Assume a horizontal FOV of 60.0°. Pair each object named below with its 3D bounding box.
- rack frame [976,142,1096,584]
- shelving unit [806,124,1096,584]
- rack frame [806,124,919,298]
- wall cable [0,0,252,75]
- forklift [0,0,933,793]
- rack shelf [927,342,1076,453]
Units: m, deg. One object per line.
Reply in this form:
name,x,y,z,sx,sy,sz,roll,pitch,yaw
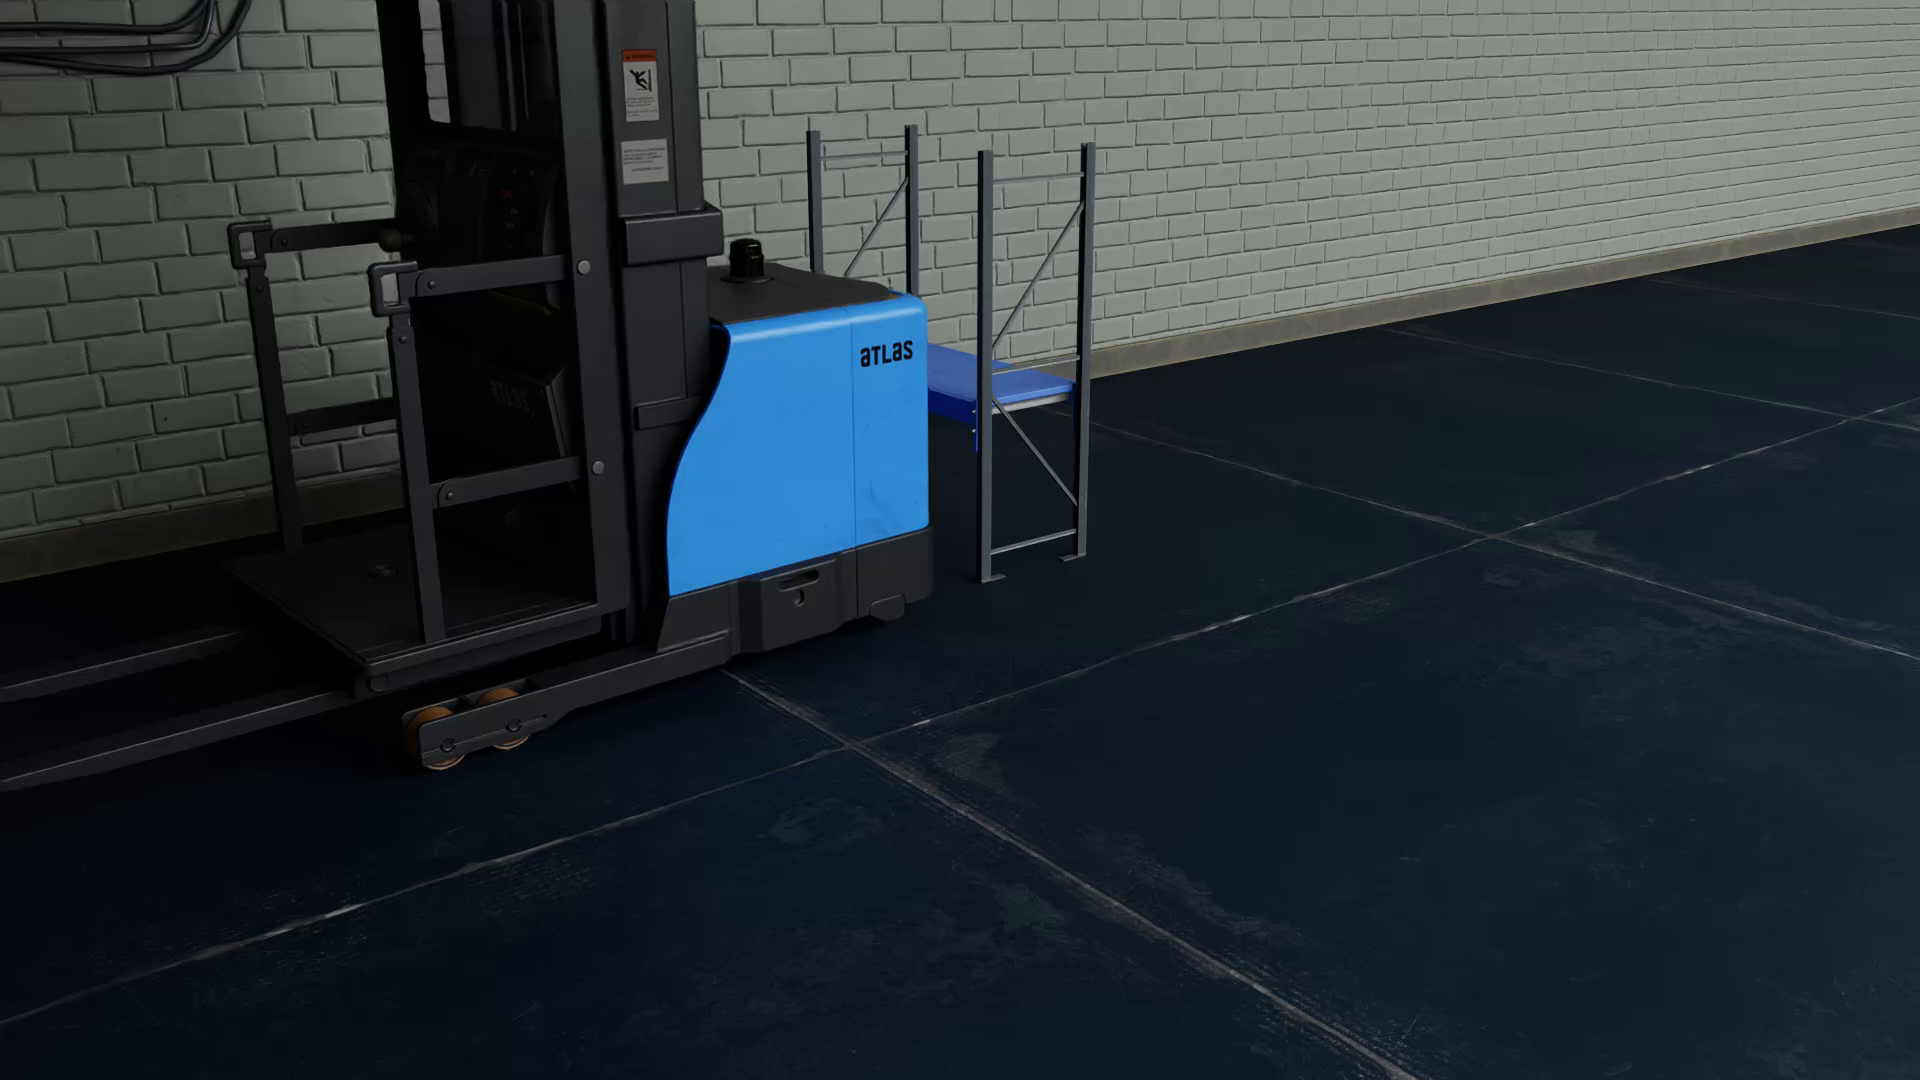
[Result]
rack frame,0.263,-0.608,5.812,0.500,1.500,0.032,-14,23,-36
shelving unit,-0.053,-0.733,6.190,0.538,1.500,1.048,-14,23,-36
rack frame,-0.369,-0.858,6.569,0.500,1.500,0.032,-14,23,-36
wall cable,-3.695,-2.561,4.721,3.097,2.526,0.112,-14,23,-36
forklift,-1.528,-0.956,4.586,3.031,2.935,1.130,-15,24,-39
rack shelf,-0.053,-0.562,6.247,0.538,0.185,1.000,-14,23,-36
